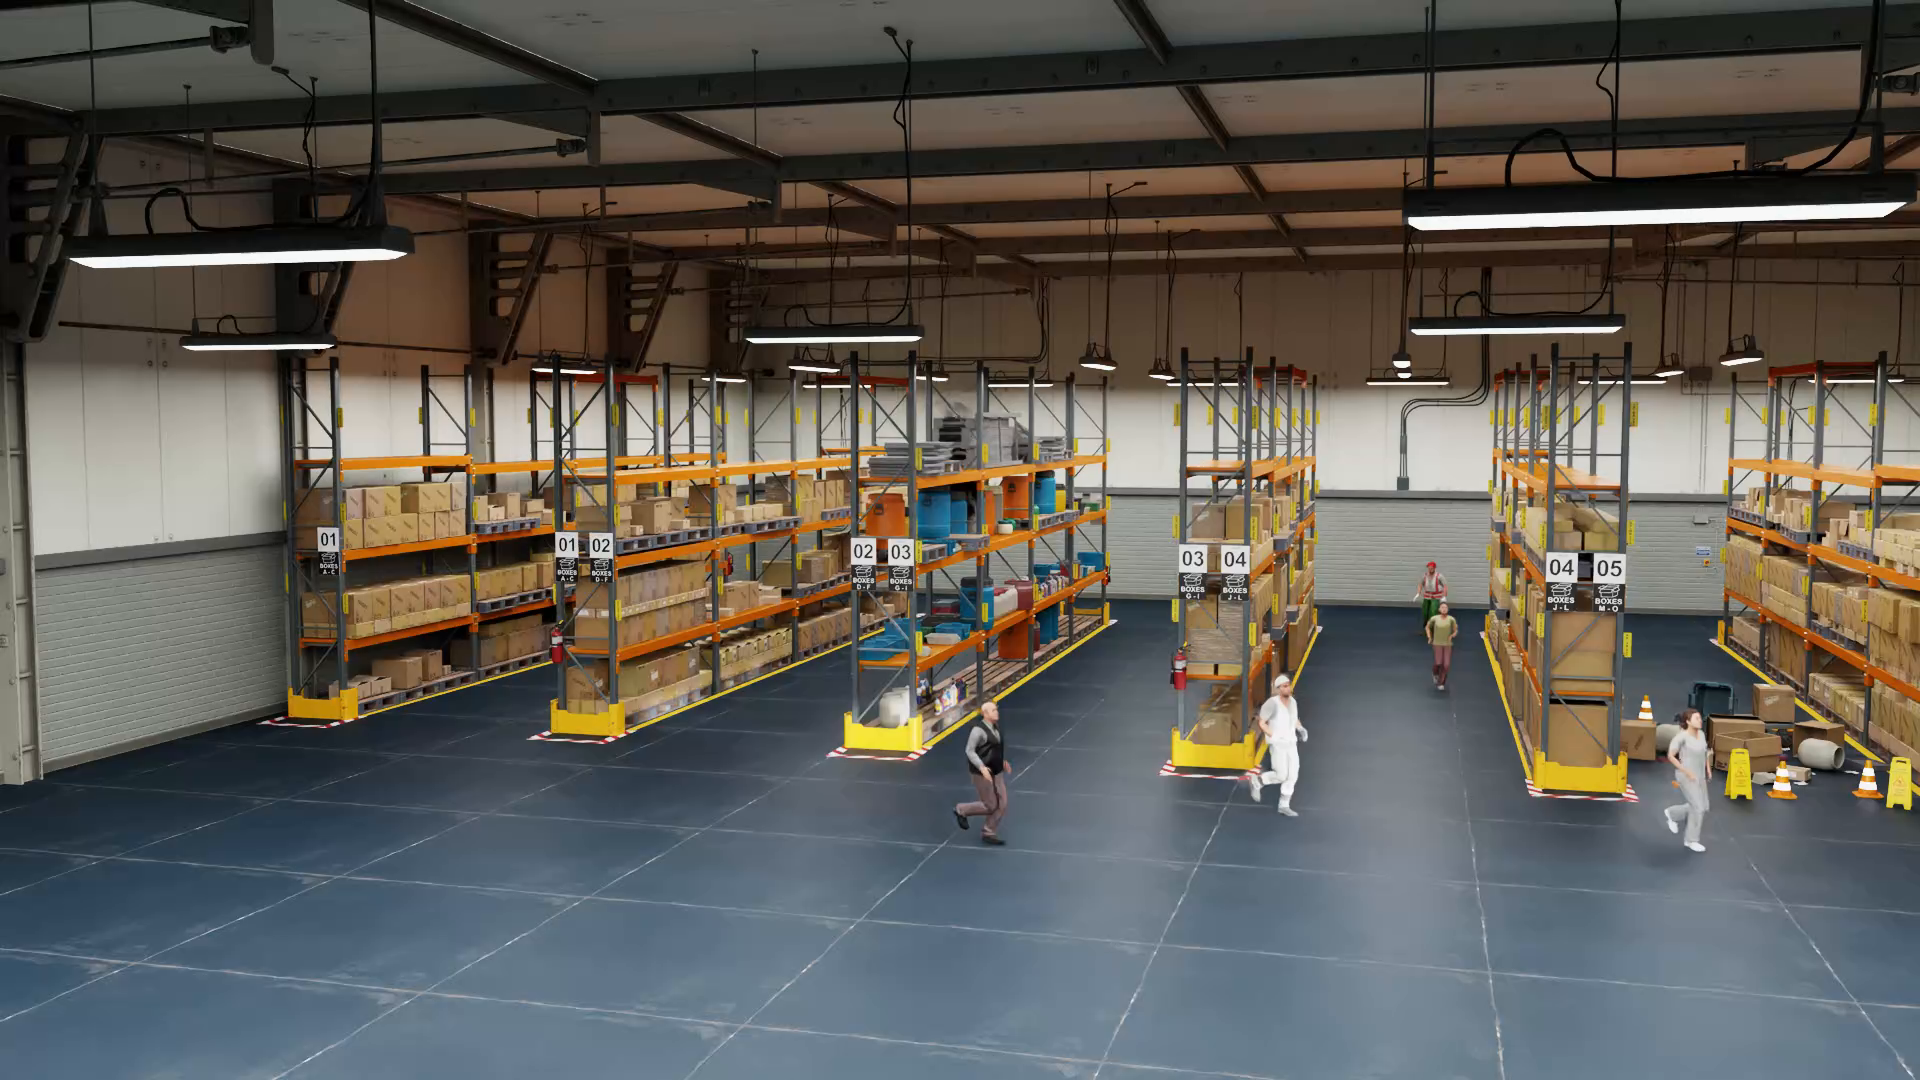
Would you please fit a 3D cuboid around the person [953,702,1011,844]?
[{"bbox_3d":[0.259,2.733,19.627,0.637,1.675,0.647,3,5,35],"label":"person"}]

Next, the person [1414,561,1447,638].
[{"bbox_3d":[10.762,1.361,37.926,0.681,1.753,0.615,3,5,37],"label":"person"}]

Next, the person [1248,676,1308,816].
[{"bbox_3d":[4.052,2.585,21.127,0.657,1.764,0.700,-3,5,-34],"label":"person"}]

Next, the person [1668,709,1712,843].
[{"bbox_3d":[8.496,2.735,19.422,0.590,1.565,0.566,-2,5,-27],"label":"person"}]

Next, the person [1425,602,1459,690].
[{"bbox_3d":[8.873,1.945,30.579,0.575,1.627,0.540,1,4,8],"label":"person"}]
